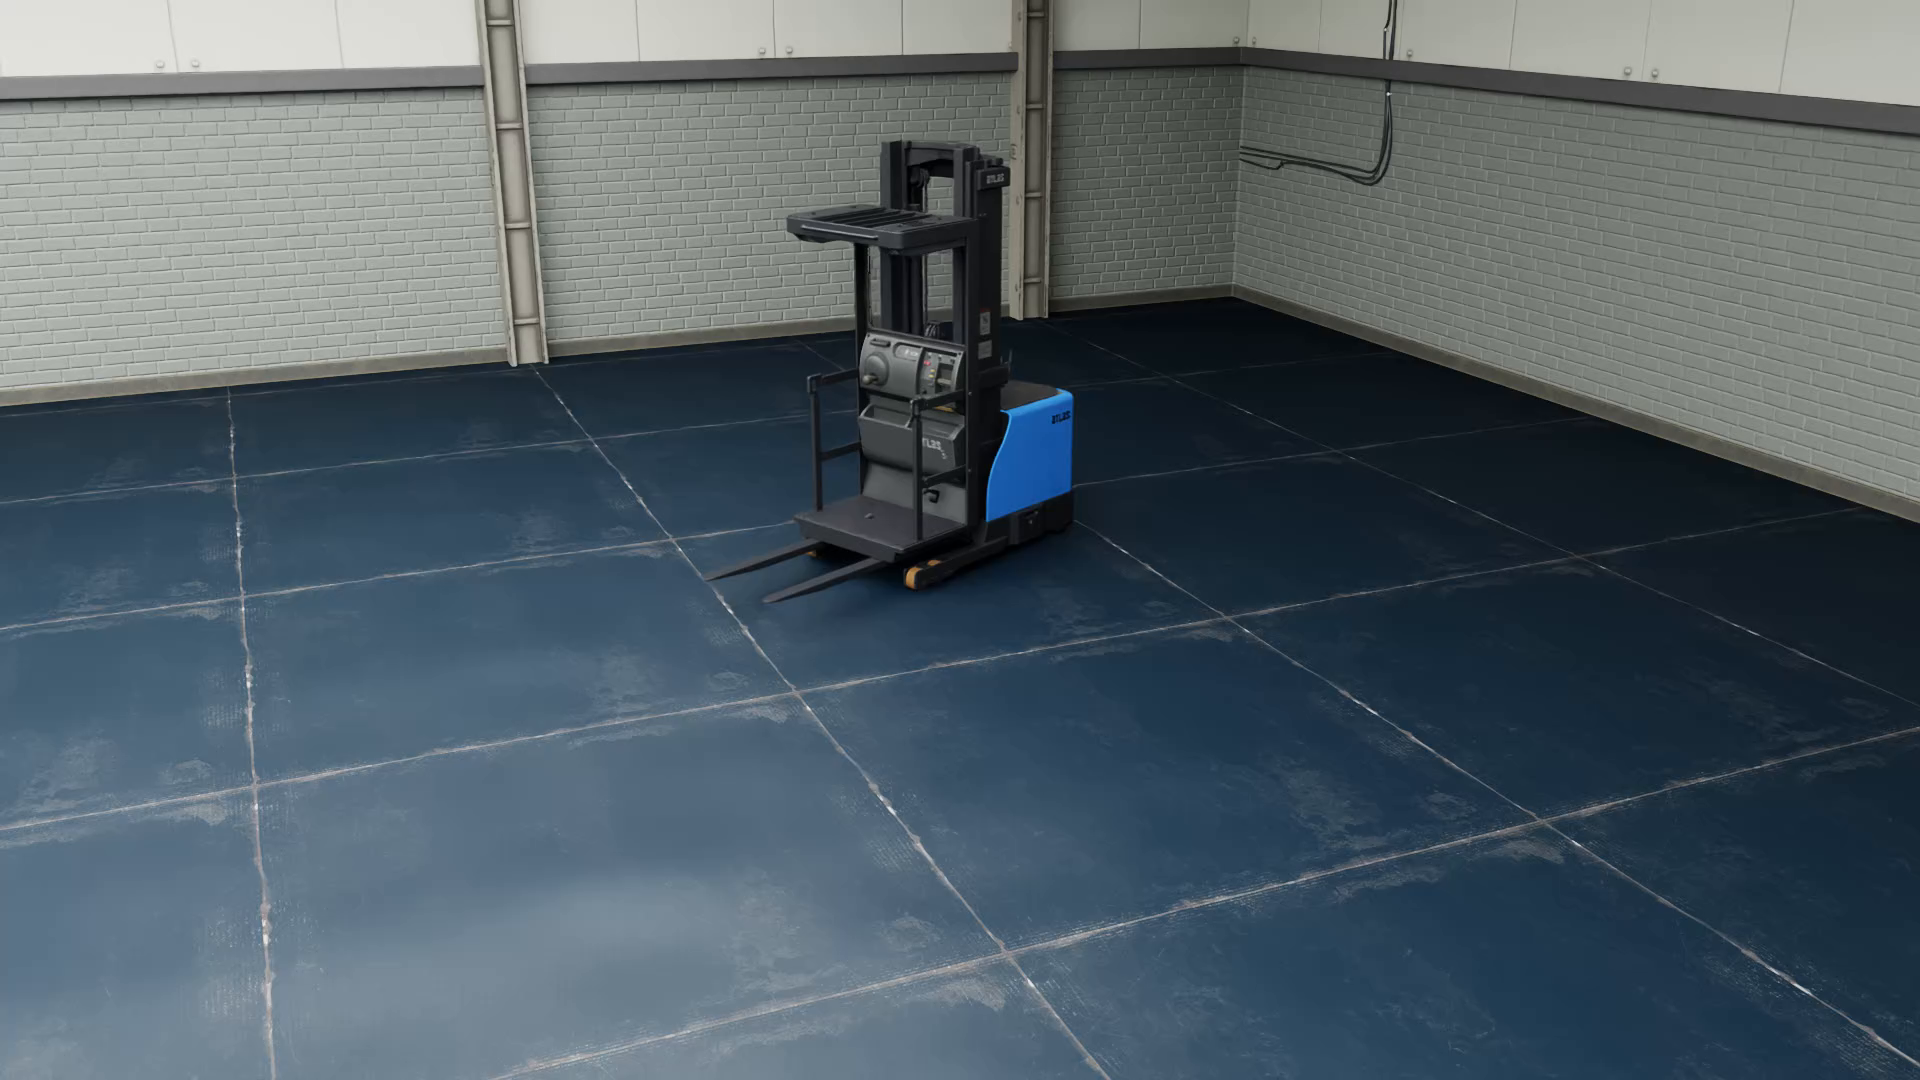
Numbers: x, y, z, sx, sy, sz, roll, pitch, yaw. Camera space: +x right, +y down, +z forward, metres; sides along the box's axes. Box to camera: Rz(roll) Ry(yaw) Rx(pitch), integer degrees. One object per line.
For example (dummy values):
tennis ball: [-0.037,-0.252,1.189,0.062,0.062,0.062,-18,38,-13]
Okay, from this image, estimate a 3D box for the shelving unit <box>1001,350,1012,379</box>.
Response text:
shelving unit: [0.131,-0.932,13.351,0.503,1.200,0.258,7,19,20]

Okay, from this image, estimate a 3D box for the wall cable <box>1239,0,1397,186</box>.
wall cable: [4.063,-5.485,19.227,0.112,2.526,3.097,-8,21,-22]

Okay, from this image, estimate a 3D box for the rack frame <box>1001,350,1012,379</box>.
rack frame: [0.358,-0.902,13.266,0.015,1.200,0.240,7,19,20]

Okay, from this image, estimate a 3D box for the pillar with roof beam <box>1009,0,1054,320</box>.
pillar with roof beam: [2.539,-5.653,15.027,0.400,9.000,9.100,-8,21,-22]

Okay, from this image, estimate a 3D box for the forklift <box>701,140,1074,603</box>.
forklift: [-0.484,-1.219,11.570,1.130,2.935,3.031,16,25,39]

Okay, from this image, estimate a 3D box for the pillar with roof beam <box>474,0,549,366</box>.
pillar with roof beam: [-2.970,-4.864,12.785,0.400,9.000,9.100,-8,21,-22]
